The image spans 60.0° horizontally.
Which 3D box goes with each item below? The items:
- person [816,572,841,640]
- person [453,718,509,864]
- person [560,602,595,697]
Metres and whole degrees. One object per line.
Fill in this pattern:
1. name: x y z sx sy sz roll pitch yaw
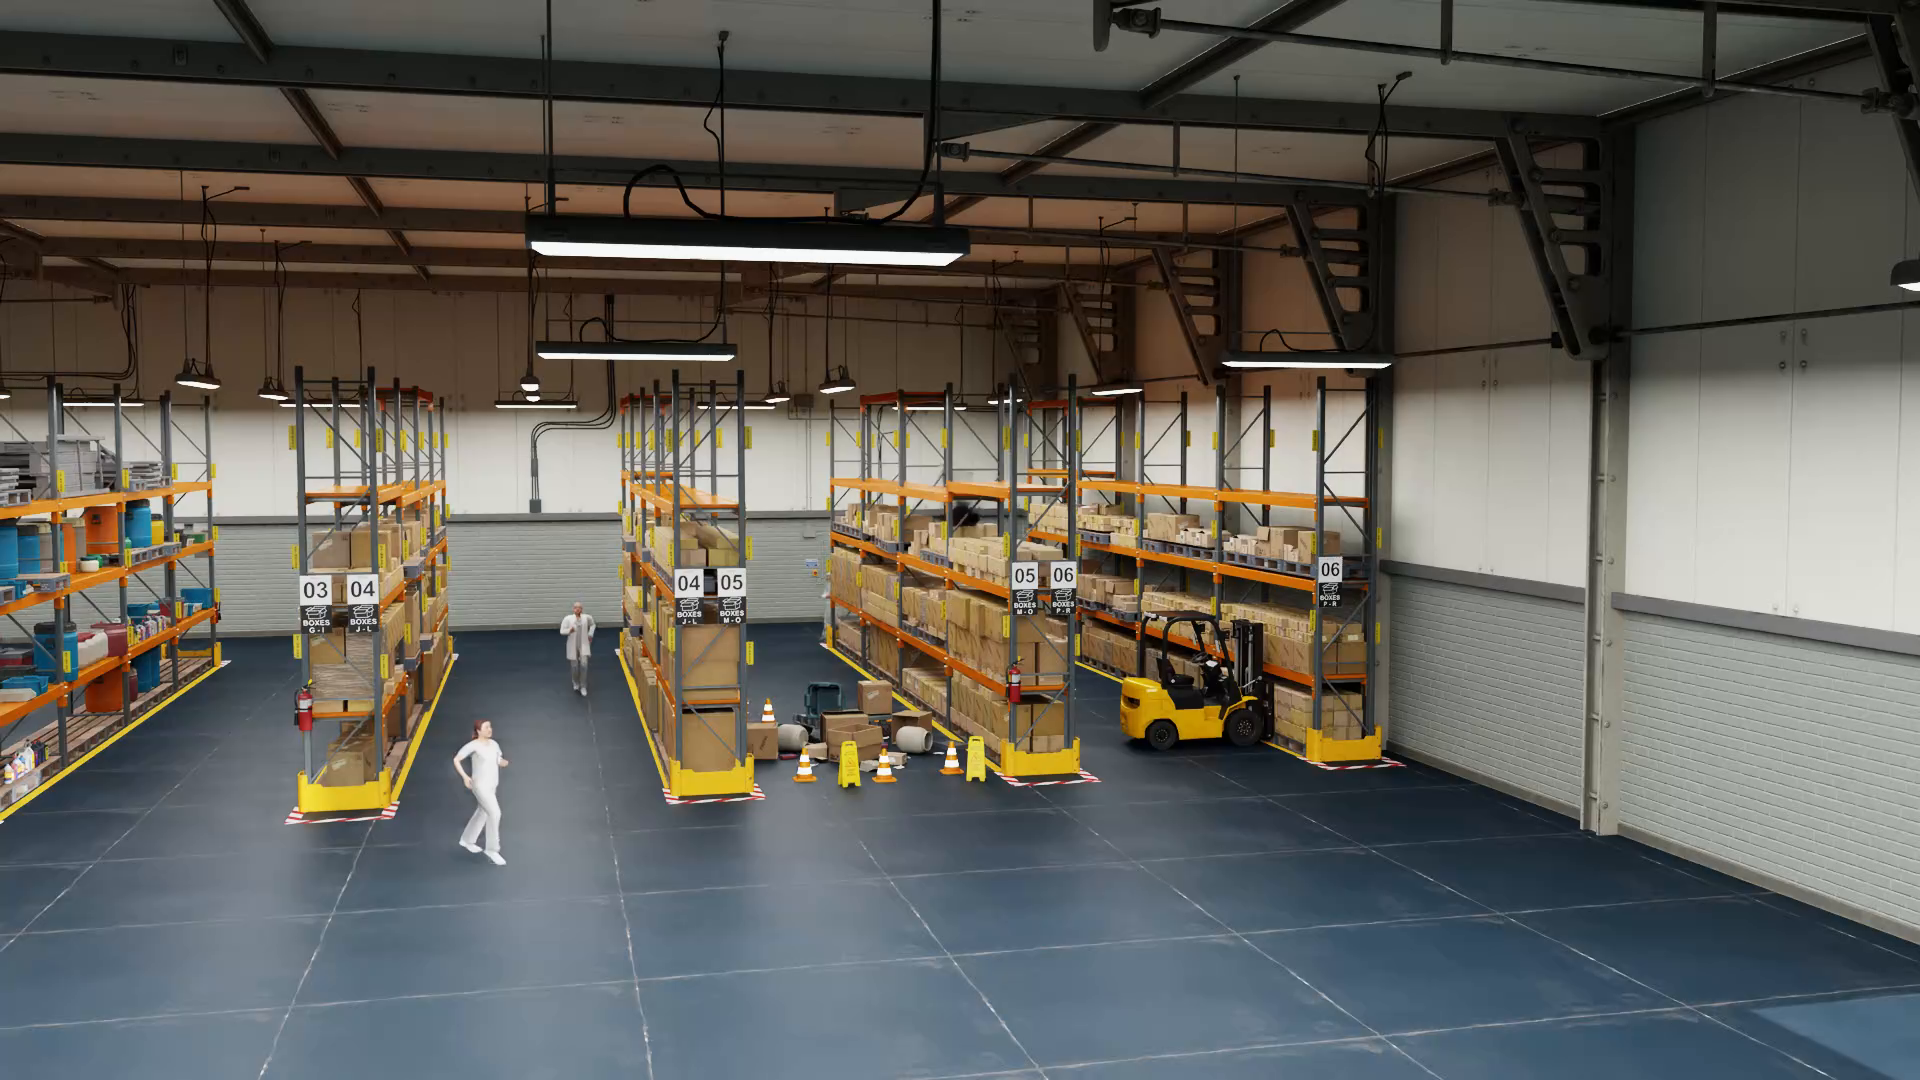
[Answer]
1. person: -3.179 1.646 41.661 0.935 1.784 0.691 0 3 5
2. person: -5.703 2.978 19.844 0.771 1.726 0.537 1 4 21
3. person: -7.553 2.142 32.878 0.684 1.836 0.832 -1 4 -14
